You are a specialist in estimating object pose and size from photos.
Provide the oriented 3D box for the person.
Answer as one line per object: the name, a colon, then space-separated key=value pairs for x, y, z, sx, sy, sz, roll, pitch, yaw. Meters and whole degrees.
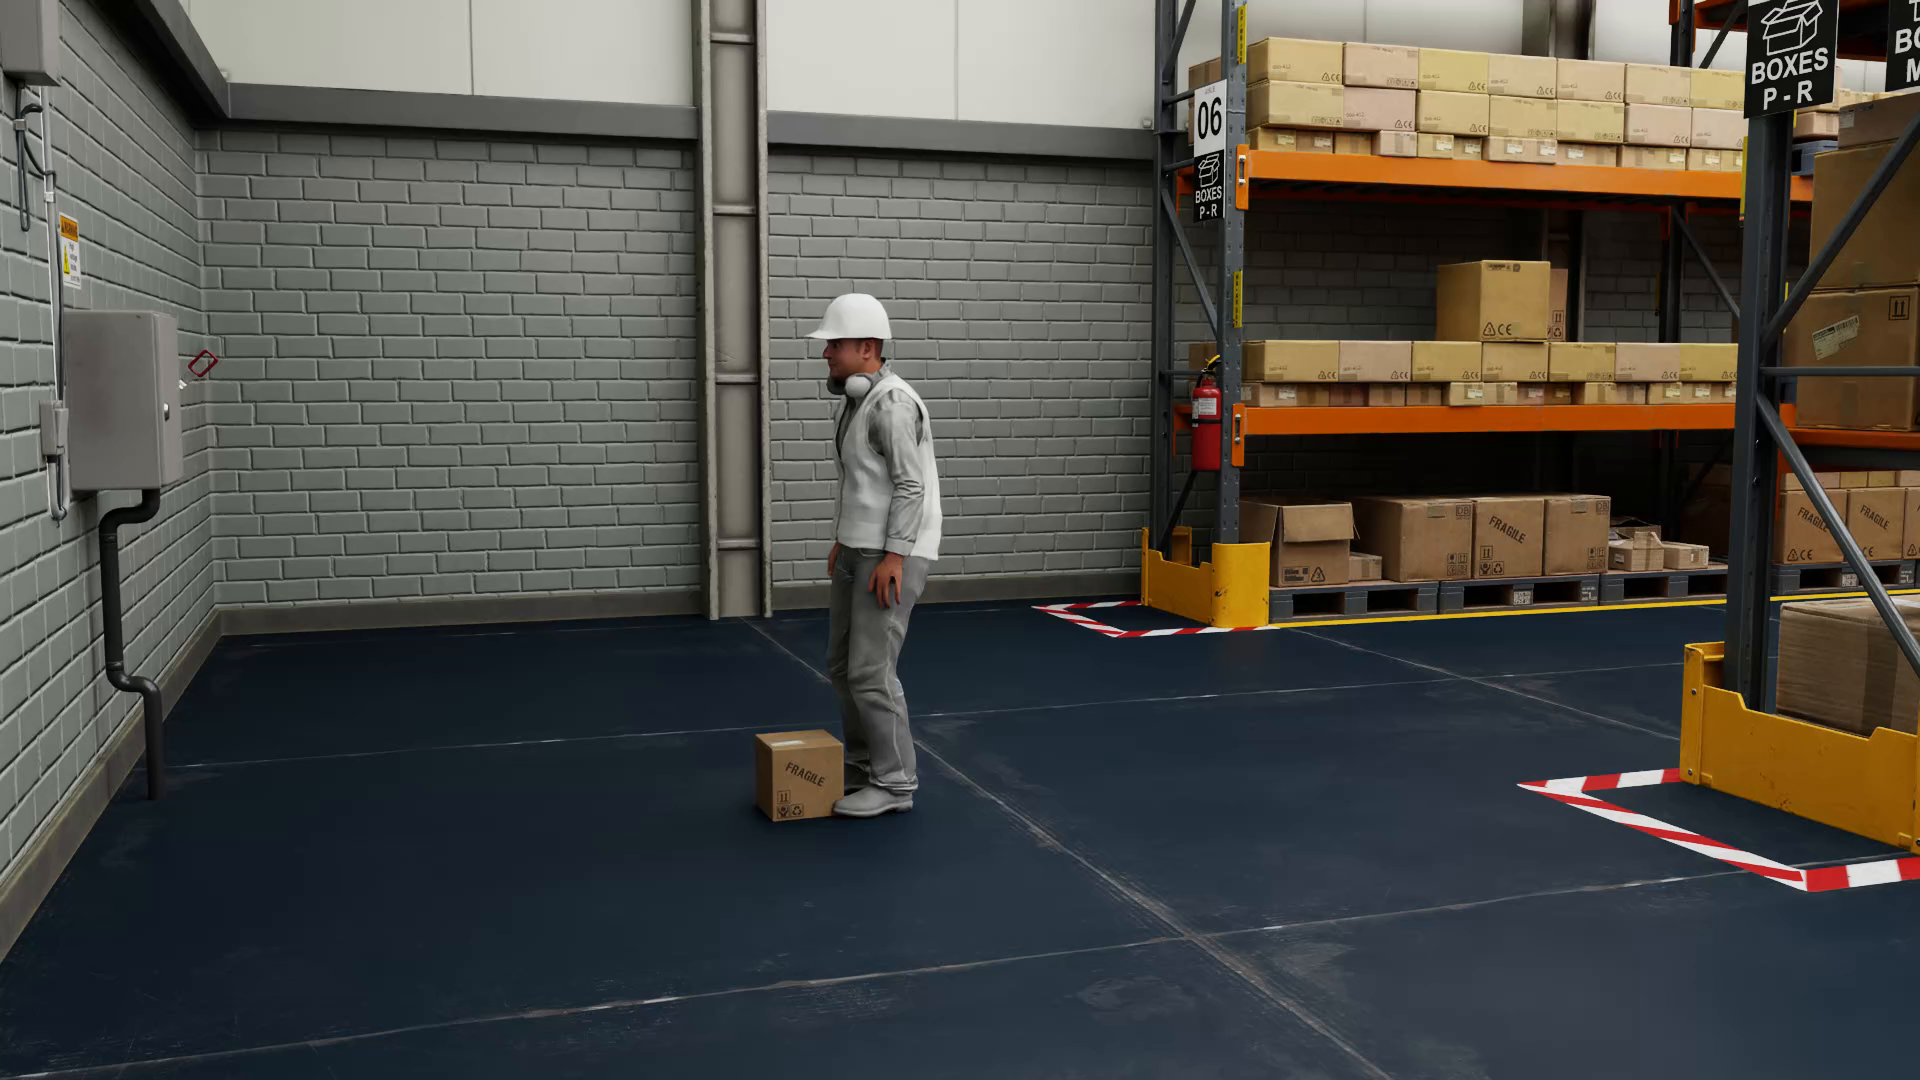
person: x=-0.307 y=0.044 z=5.749 sx=0.463 sy=1.770 sz=0.584 roll=-2 pitch=6 yaw=-22
